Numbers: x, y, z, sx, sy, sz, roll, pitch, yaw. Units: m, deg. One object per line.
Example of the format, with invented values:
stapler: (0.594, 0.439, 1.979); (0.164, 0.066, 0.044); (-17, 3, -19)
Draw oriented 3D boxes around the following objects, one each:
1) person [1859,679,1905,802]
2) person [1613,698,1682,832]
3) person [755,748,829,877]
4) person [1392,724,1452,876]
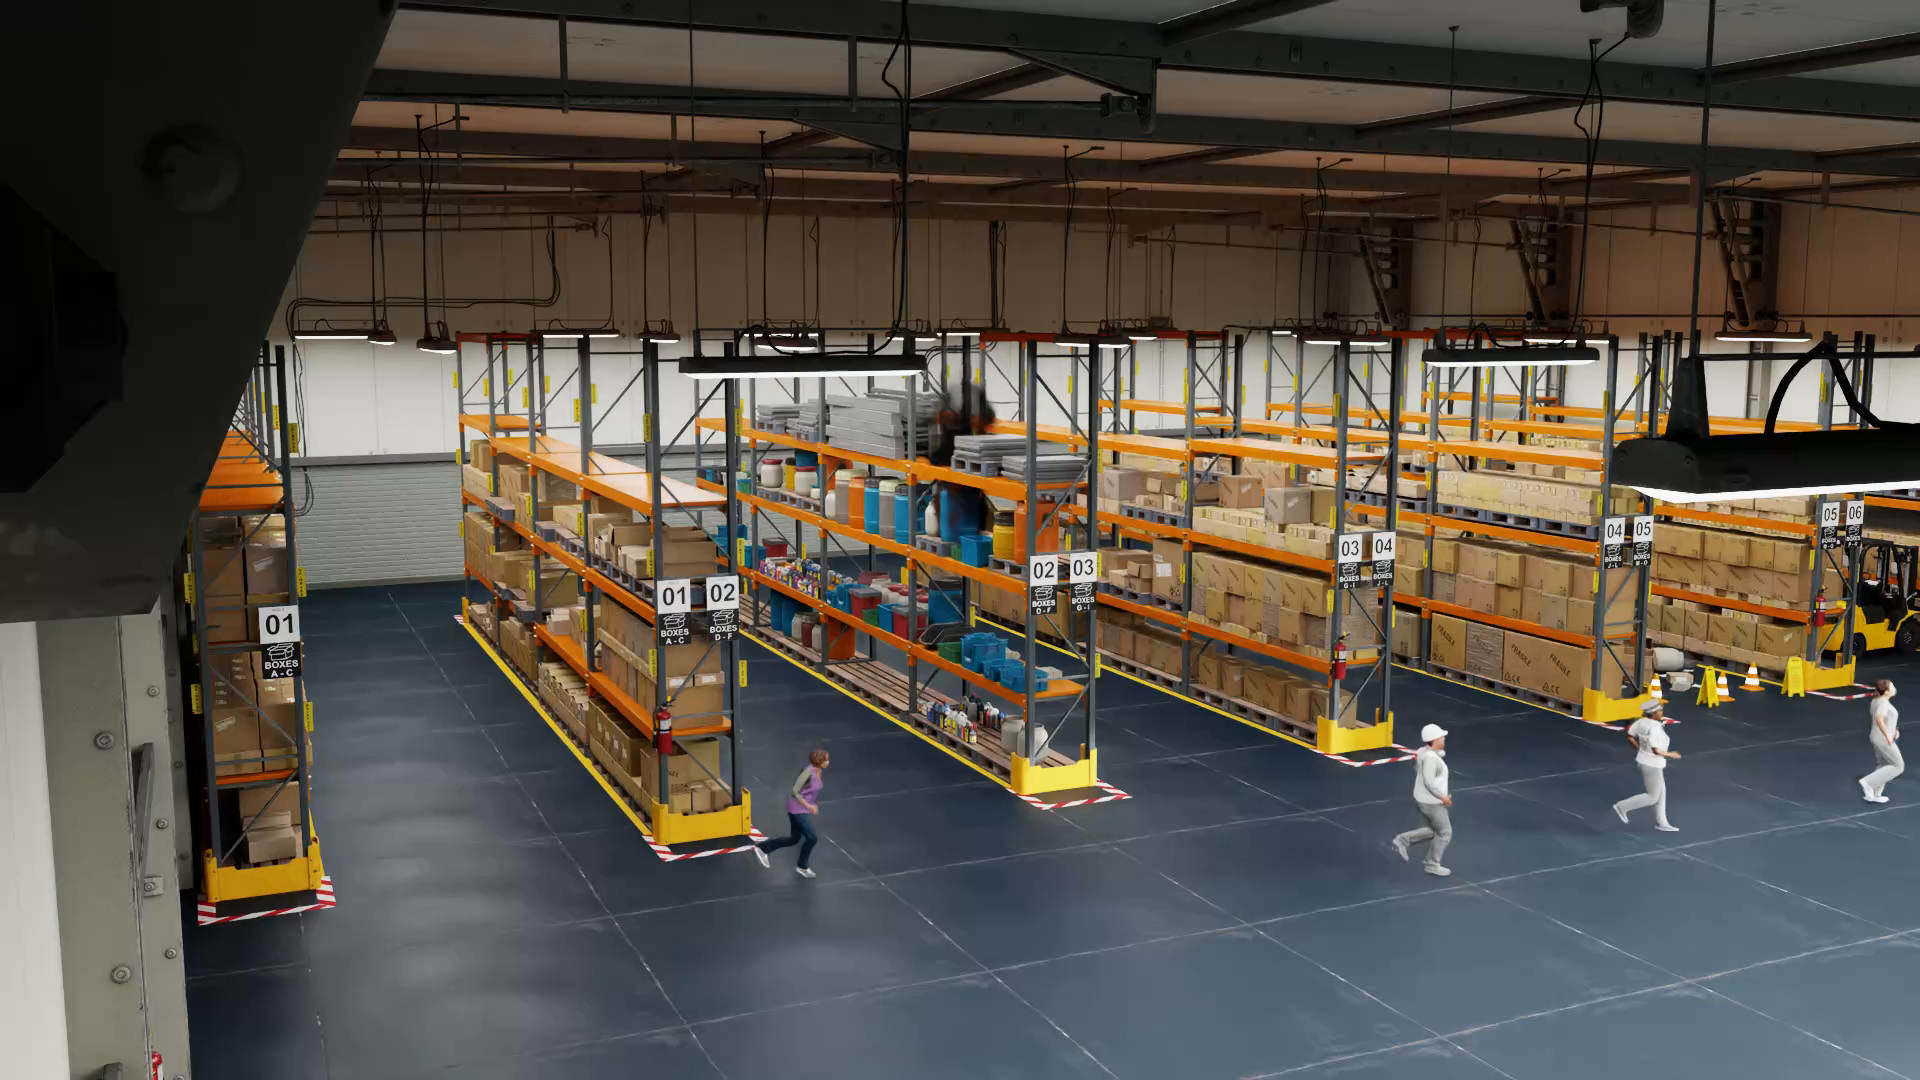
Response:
person: (12.015, 2.615, 21.655); (0.512, 1.633, 0.569); (2, 8, 13)
person: (8.429, 2.766, 20.377); (0.851, 1.692, 0.579); (0, 8, 0)
person: (-1.898, 3.087, 18.848); (0.869, 1.519, 0.541); (2, 8, 13)
person: (5.279, 2.941, 18.911); (0.641, 1.733, 0.687); (1, 8, 4)
